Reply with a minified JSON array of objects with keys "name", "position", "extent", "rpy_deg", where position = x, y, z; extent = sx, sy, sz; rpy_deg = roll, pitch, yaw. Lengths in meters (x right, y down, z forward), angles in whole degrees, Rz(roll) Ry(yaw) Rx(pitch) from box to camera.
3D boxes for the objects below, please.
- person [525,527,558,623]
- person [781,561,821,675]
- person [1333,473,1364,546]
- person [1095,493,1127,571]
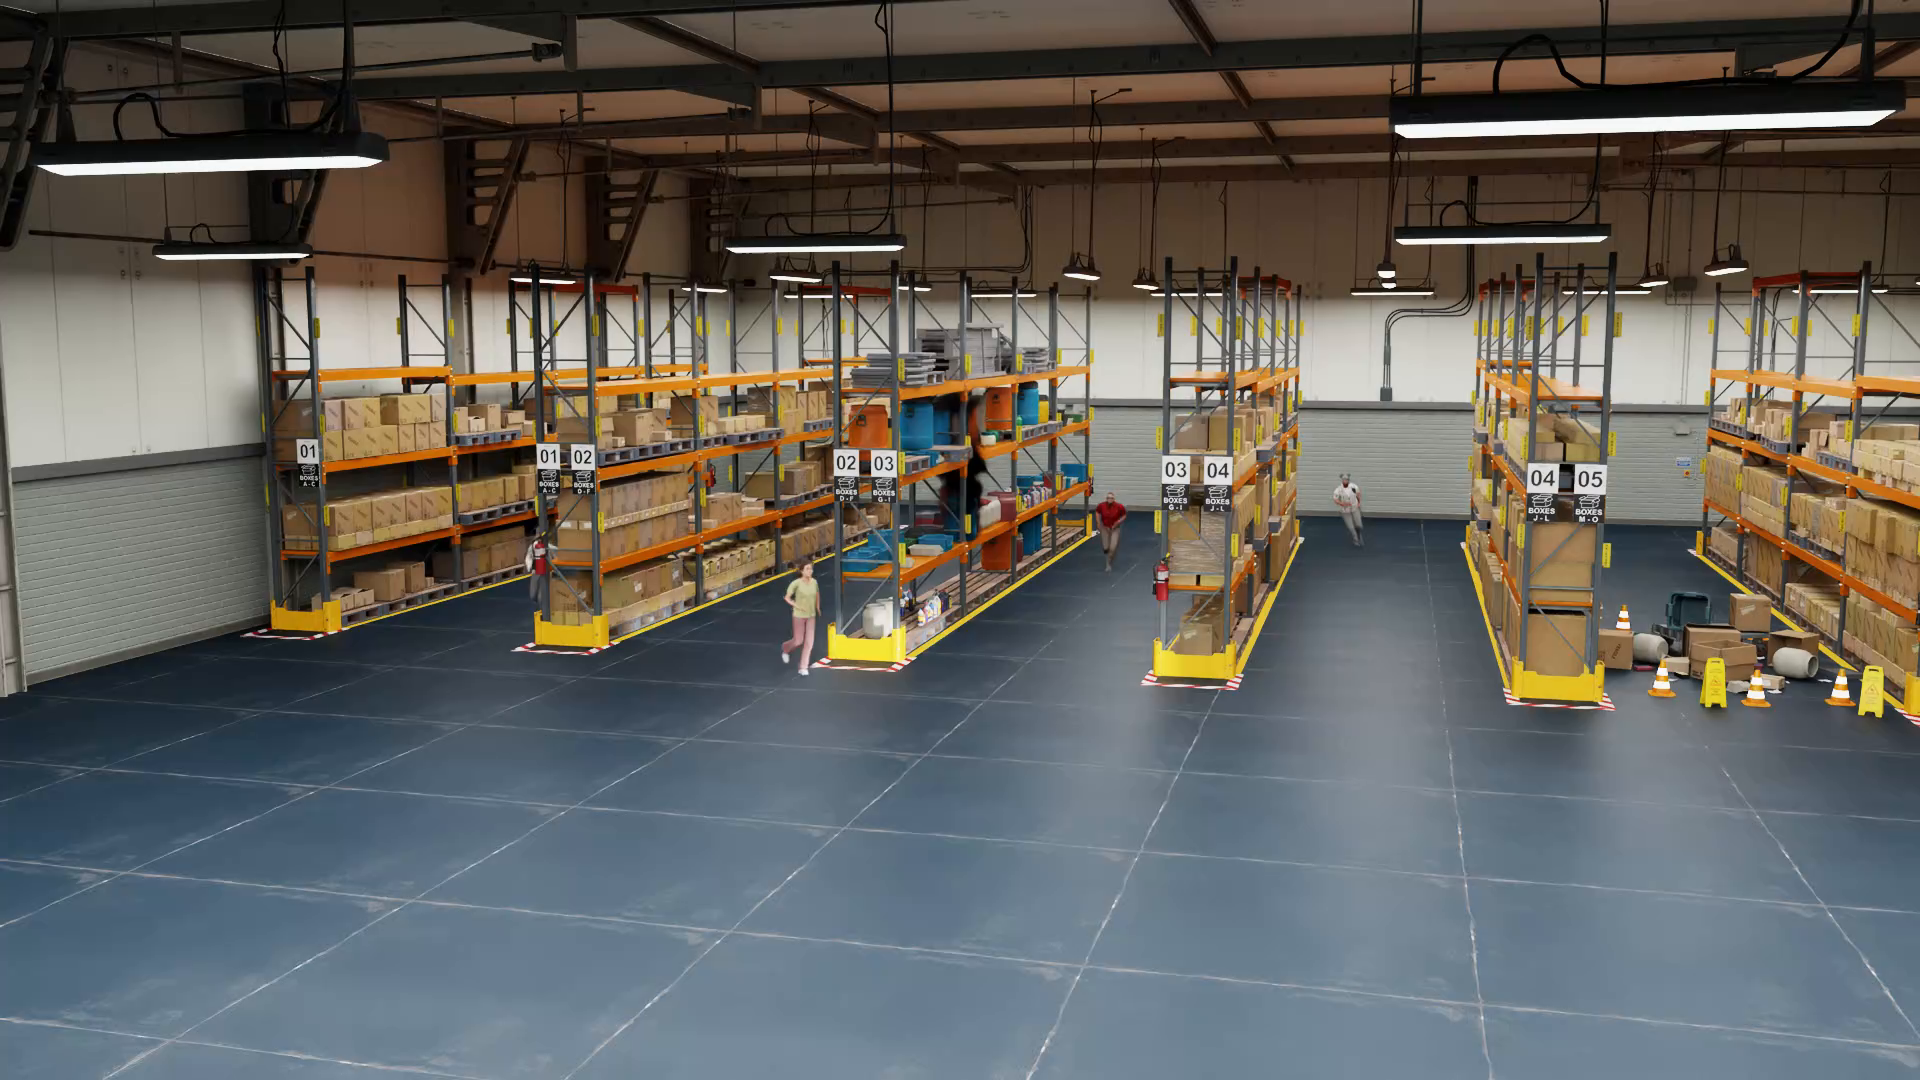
[{"name":"person","position":[-7.138,0.581,28.452],"extent":[0.609,1.649,0.611],"rpy_deg":[1,7,6]},{"name":"person","position":[-2.287,1.126,24.315],"extent":[0.615,1.613,0.762],"rpy_deg":[-5,9,-35]},{"name":"person","position":[8.950,-0.697,38.213],"extent":[0.741,1.707,0.590],"rpy_deg":[1,7,5]},{"name":"person","position":[3.132,-0.180,34.600],"extent":[0.656,1.662,0.764],"rpy_deg":[1,7,6]}]
